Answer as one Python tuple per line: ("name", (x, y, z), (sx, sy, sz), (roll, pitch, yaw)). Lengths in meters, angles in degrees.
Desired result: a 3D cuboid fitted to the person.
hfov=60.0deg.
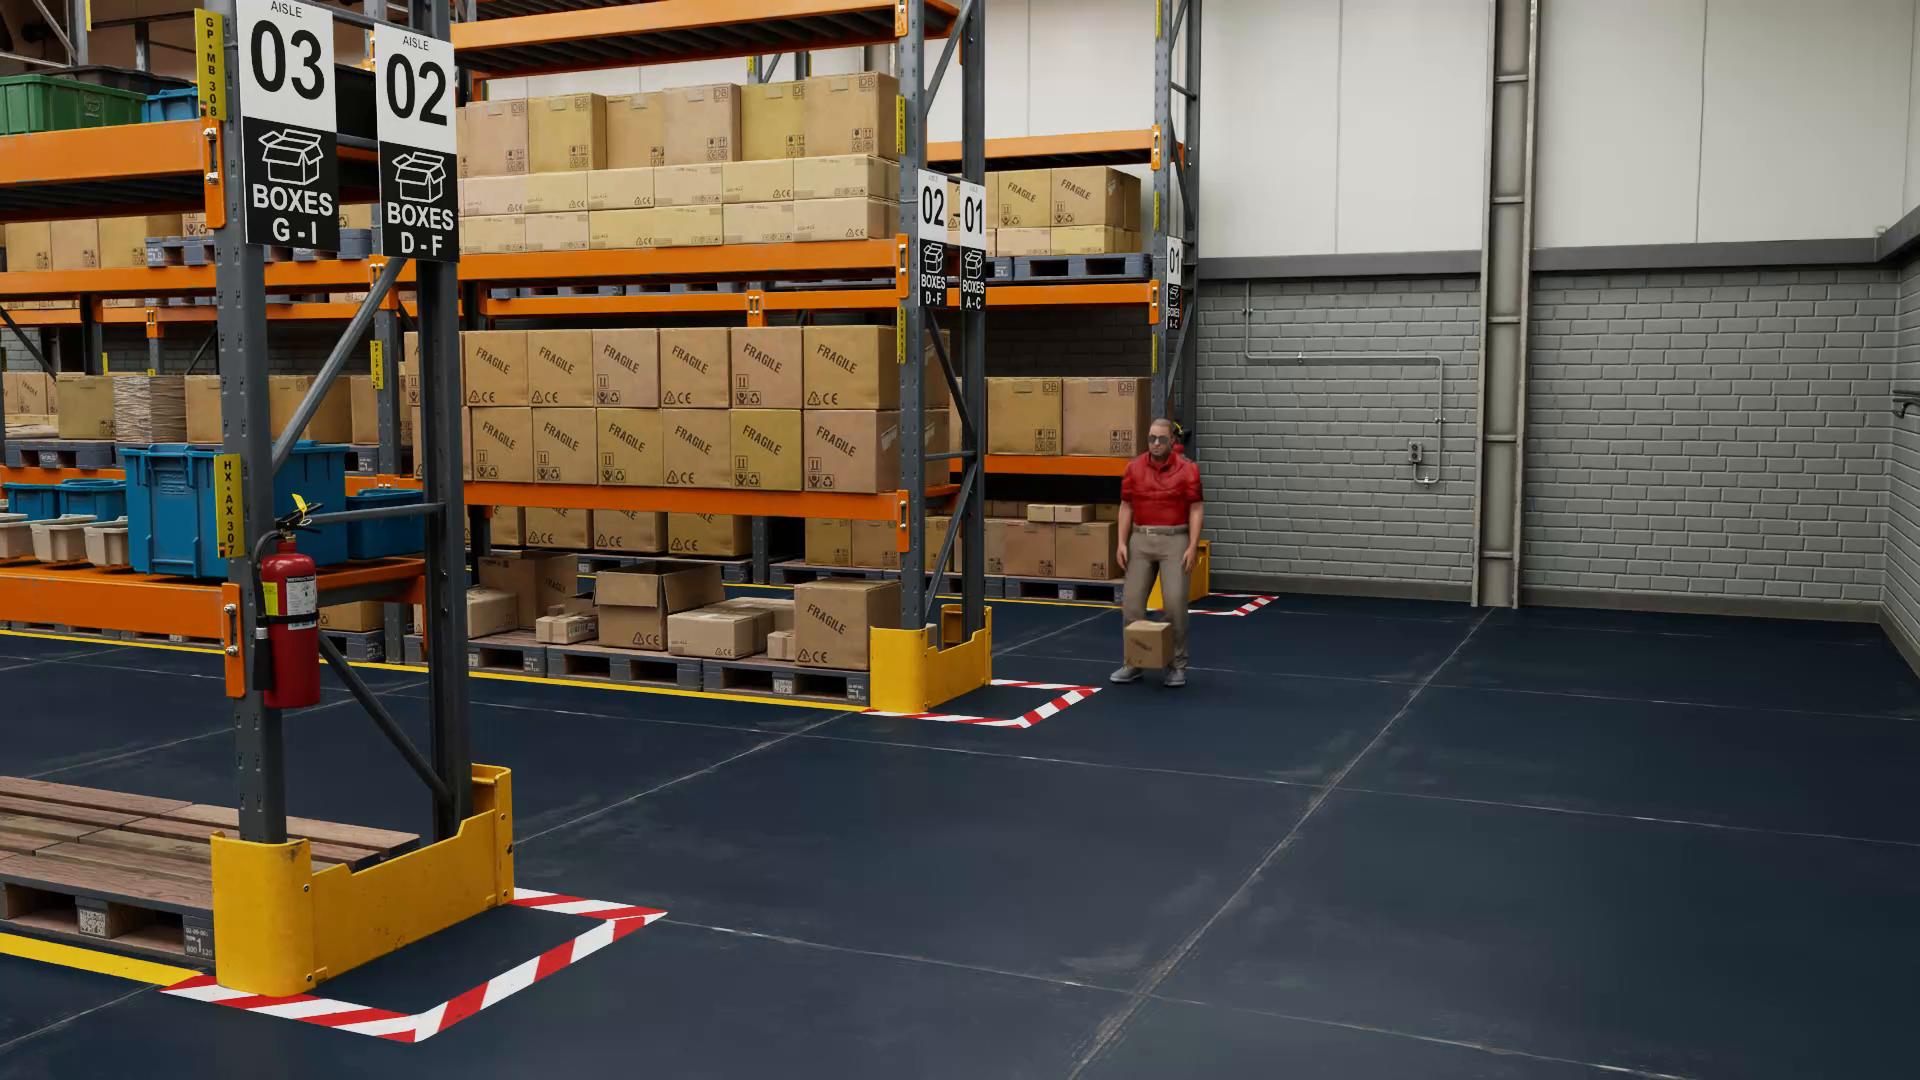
("person", (1.298, 0.071, 10.865), (0.570, 1.728, 0.394), (2, 6, 22))
